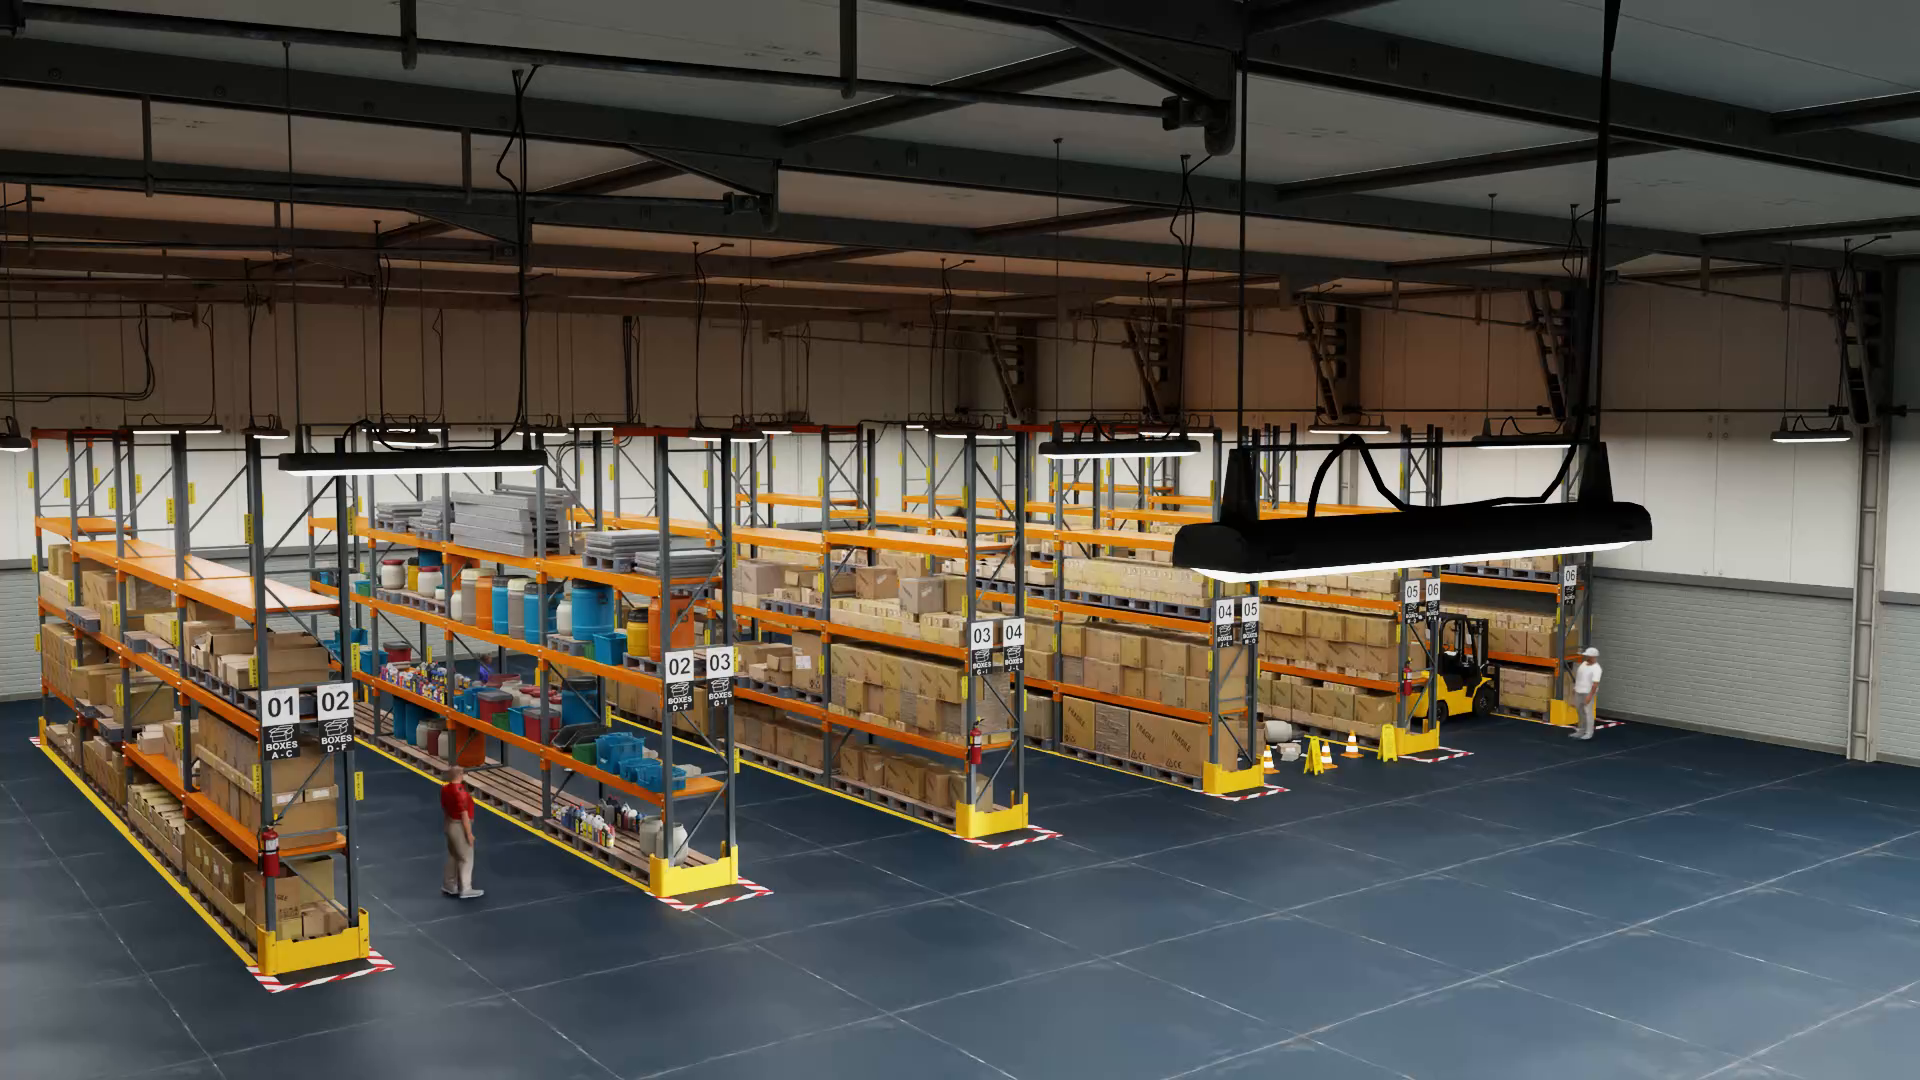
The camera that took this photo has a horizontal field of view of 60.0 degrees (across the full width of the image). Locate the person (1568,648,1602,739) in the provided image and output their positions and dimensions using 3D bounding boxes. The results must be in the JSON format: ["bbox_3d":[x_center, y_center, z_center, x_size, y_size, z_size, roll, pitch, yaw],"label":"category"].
[{"bbox_3d":[12.004,2.948,31.998,0.473,1.783,0.693,-2,5,-24],"label":"person"}]

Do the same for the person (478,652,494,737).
[{"bbox_3d":[-9.172,3.003,32.262,0.549,1.646,0.496,2,5,21],"label":"person"}]

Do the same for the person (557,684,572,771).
[{"bbox_3d":[-6.873,3.259,29.126,0.518,1.644,0.492,1,5,18],"label":"person"}]

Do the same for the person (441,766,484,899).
[{"bbox_3d":[-6.470,3.806,21.630,0.464,1.783,0.598,-3,5,-32],"label":"person"}]
